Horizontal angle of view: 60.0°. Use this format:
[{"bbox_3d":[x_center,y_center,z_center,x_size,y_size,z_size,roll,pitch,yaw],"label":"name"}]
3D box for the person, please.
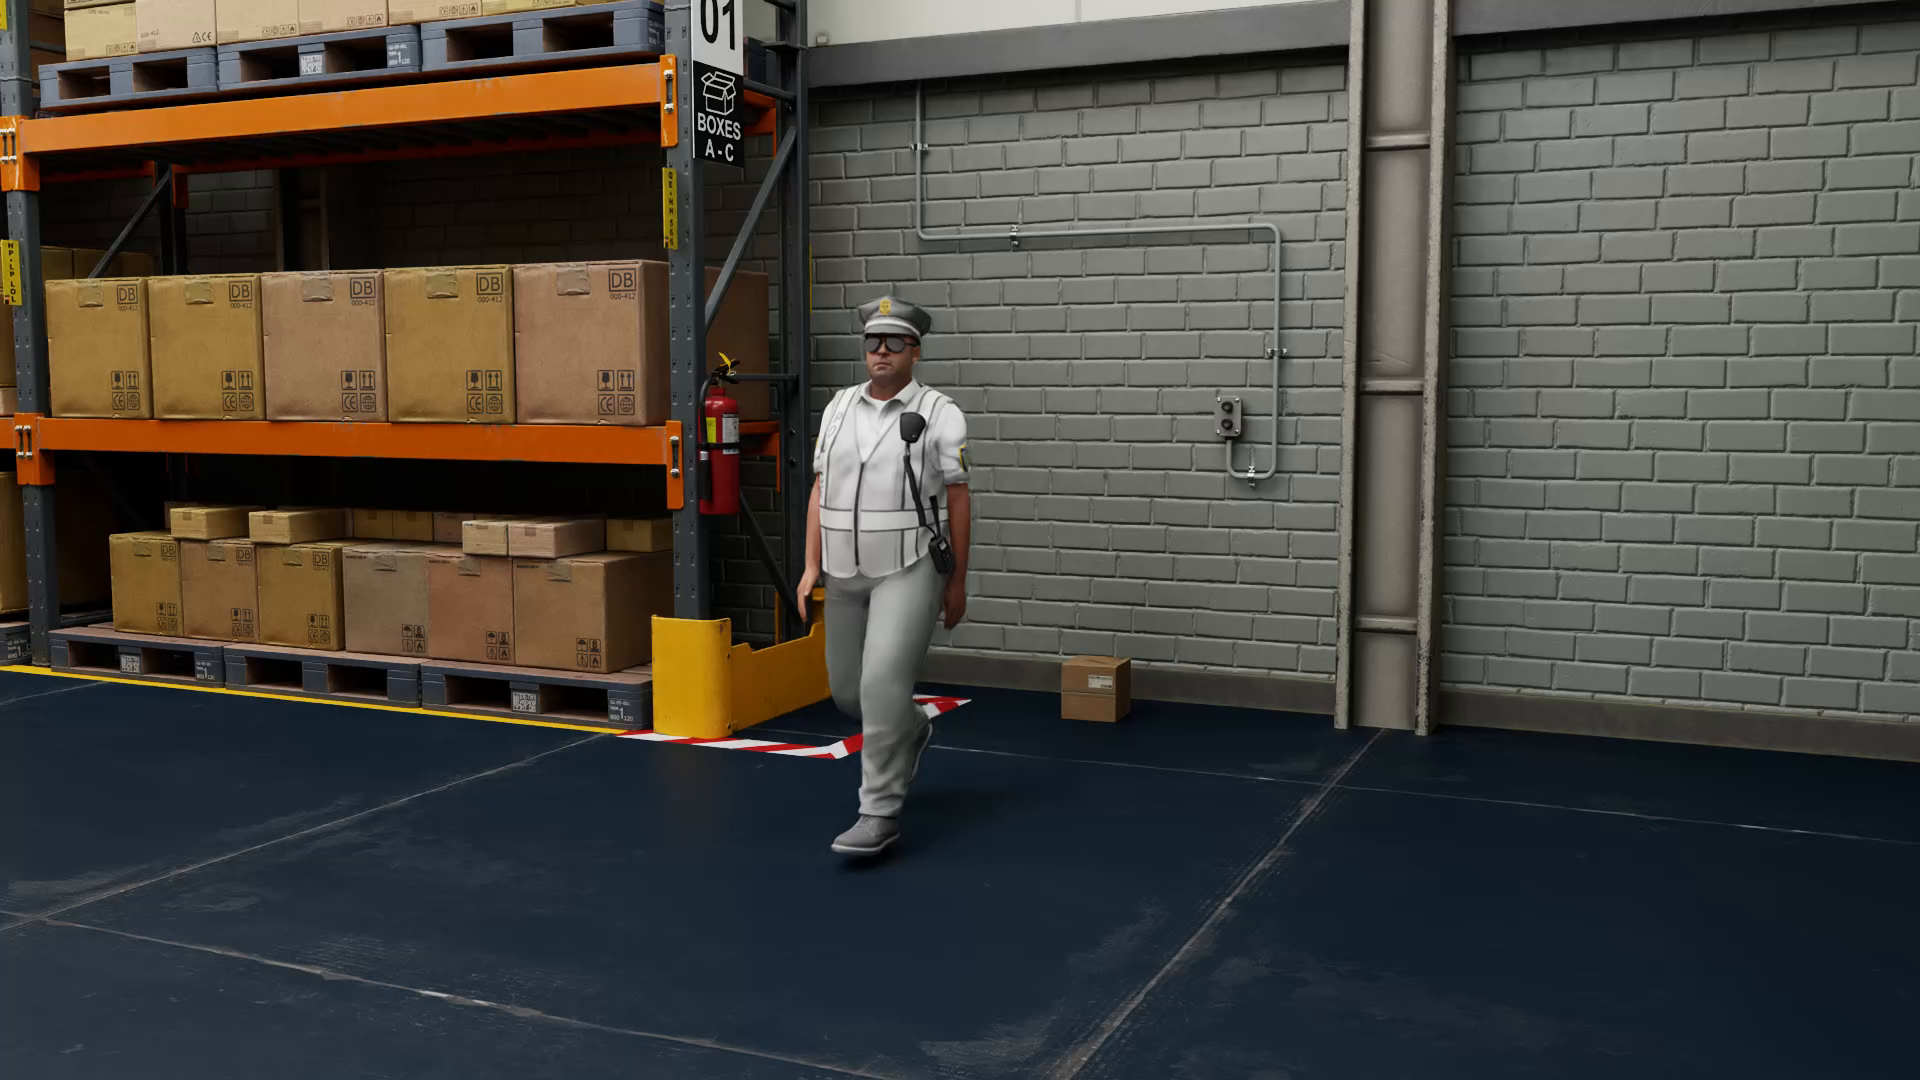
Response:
[{"bbox_3d":[-0.235,0.078,5.450,0.529,1.731,0.951,3,6,25],"label":"person"}]
